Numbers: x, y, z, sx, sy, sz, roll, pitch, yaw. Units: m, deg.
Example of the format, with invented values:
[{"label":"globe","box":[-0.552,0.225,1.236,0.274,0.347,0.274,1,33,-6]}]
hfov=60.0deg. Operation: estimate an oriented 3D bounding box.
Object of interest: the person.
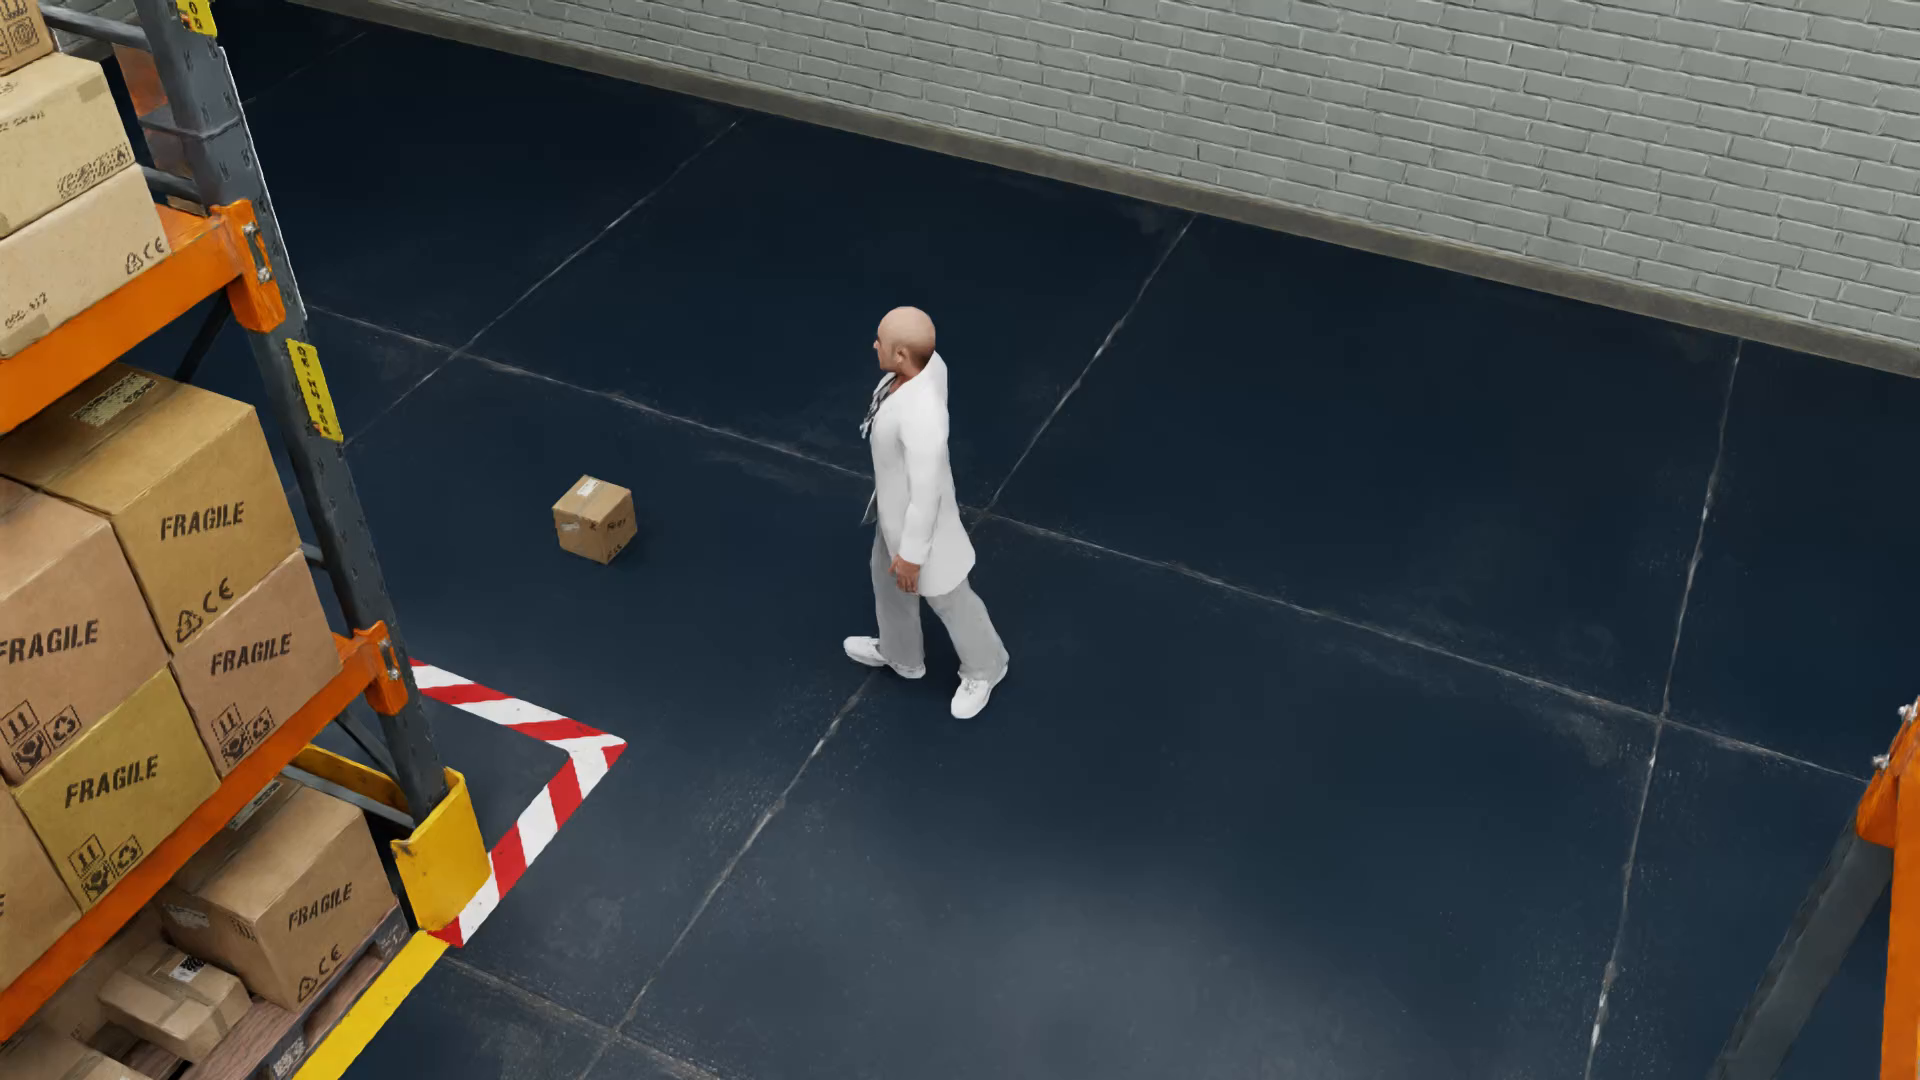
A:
[{"label":"person","box":[-0.138,-0.117,6.304,0.667,1.771,0.691,-4,42,-5]}]
